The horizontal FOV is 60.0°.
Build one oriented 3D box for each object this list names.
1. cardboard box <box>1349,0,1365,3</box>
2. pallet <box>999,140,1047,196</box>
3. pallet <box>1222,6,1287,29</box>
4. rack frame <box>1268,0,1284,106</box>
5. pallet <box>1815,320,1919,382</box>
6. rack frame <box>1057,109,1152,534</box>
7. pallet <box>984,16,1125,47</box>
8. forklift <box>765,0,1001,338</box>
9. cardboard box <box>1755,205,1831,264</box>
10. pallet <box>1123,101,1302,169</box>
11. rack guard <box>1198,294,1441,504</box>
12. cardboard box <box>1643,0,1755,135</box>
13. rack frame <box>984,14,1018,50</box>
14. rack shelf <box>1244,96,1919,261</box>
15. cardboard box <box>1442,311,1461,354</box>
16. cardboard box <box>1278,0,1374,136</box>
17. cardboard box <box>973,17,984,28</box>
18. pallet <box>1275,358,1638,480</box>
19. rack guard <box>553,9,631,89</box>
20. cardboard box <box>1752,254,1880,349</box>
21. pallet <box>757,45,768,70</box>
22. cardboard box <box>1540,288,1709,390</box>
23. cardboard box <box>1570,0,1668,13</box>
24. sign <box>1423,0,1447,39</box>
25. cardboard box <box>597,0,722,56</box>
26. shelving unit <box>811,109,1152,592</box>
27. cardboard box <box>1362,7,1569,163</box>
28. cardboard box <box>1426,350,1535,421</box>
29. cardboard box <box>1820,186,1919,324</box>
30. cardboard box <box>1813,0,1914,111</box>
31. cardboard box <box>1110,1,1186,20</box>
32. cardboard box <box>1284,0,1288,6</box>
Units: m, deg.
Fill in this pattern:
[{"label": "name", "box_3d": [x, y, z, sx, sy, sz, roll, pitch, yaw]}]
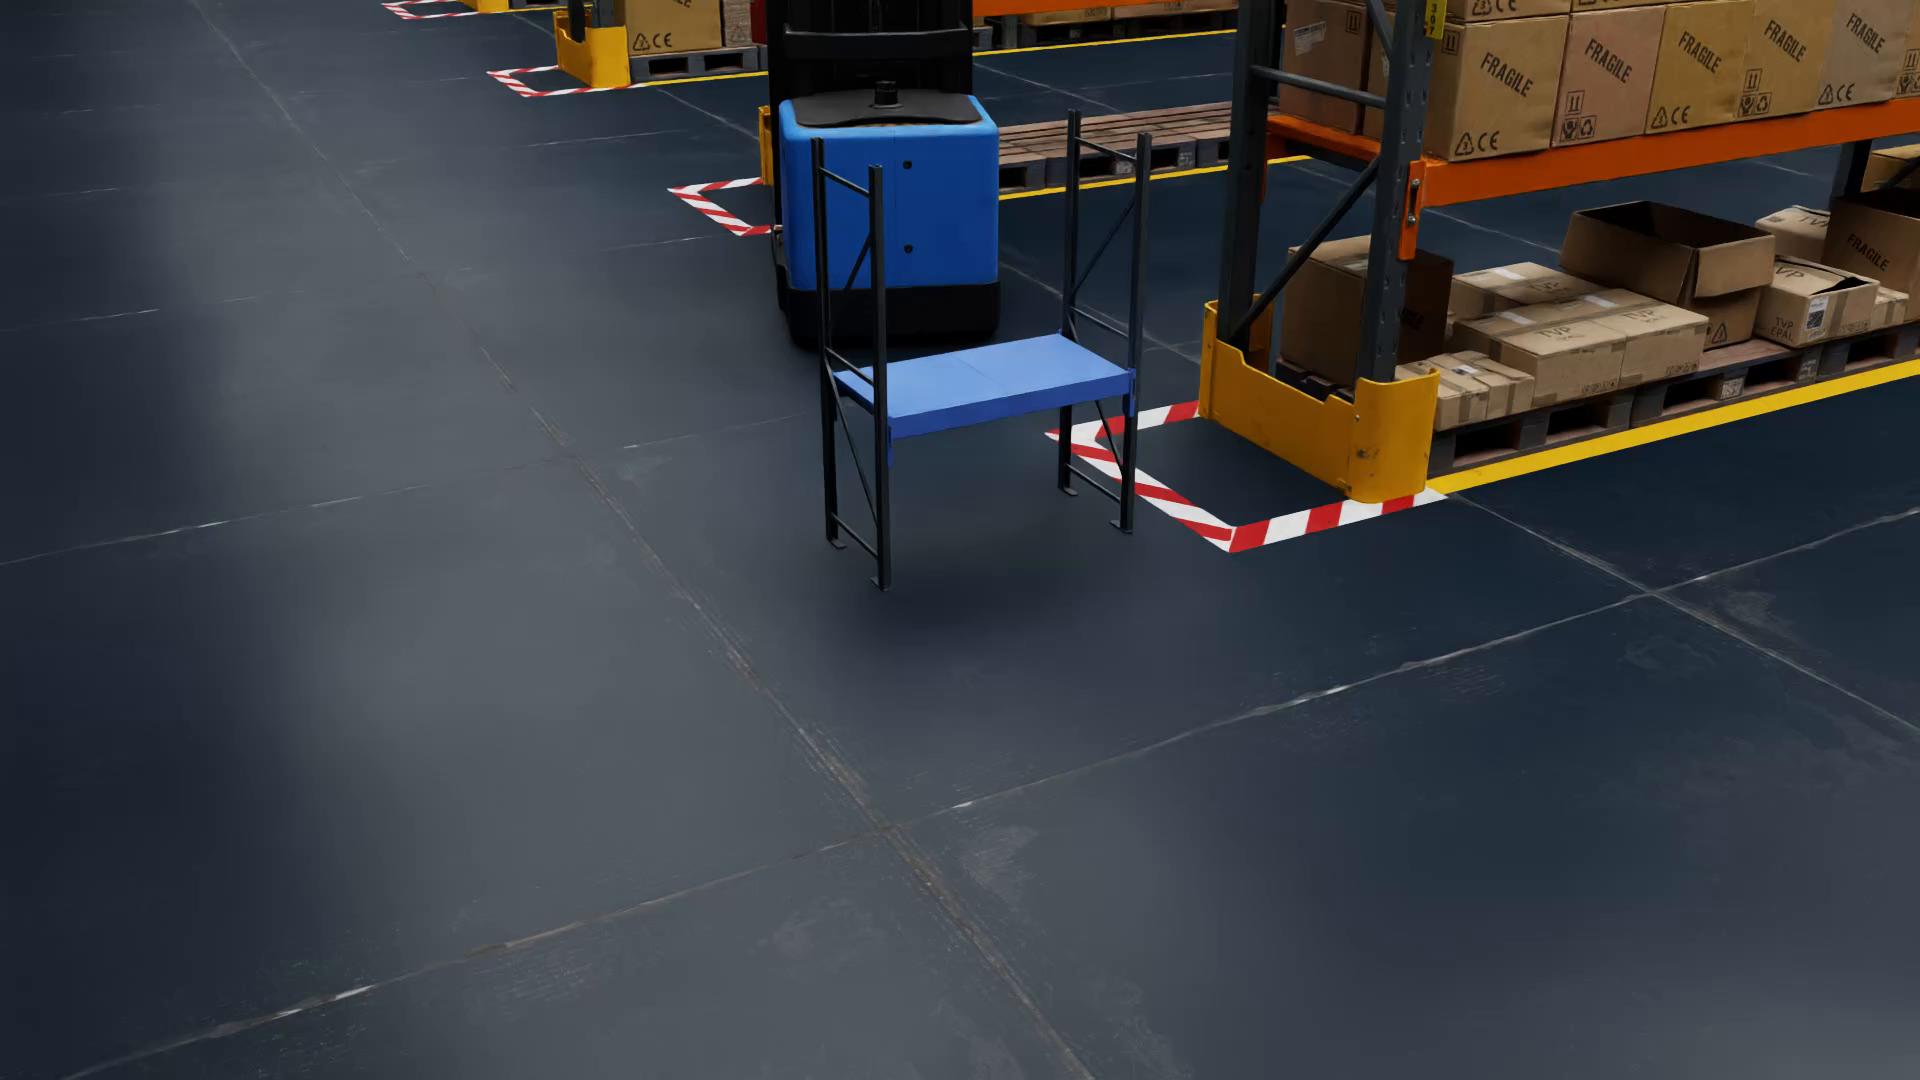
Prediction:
[{"label": "cardboard box", "box_3d": [1.662, -2.418, 6.549, 0.500, 0.500, 0.500, -13, 29, -26]}, {"label": "pallet", "box_3d": [-0.183, -2.515, 11.244, 1.213, 0.211, 1.003, -13, 29, -25]}, {"label": "pallet", "box_3d": [3.068, -5.751, 17.984, 1.213, 0.211, 1.003, -13, 29, -25]}, {"label": "rack frame", "box_3d": [2.601, -4.433, 12.018, 0.127, 3.000, 1.000, -13, 29, -25]}, {"label": "pallet", "box_3d": [4.322, -1.144, 8.390, 1.213, 0.211, 1.003, -13, 29, -25]}, {"label": "rack frame", "box_3d": [0.524, -0.797, 6.177, 0.032, 1.500, 0.500, -13, 29, -25]}, {"label": "pallet", "box_3d": [0.916, -5.254, 16.949, 1.213, 0.211, 1.003, -13, 29, -25]}, {"label": "forklift", "box_3d": [-0.512, -2.919, 8.942, 1.130, 2.935, 3.031, -3, 26, -7]}, {"label": "cardboard box", "box_3d": [4.456, -1.524, 8.557, 0.500, 0.311, 0.500, -13, 29, -25]}, {"label": "pallet", "box_3d": [1.970, -3.012, 12.279, 1.213, 0.211, 1.003, -13, 29, -25]}, {"label": "rack guard", "box_3d": [1.466, -0.615, 6.953, 0.348, 0.500, 1.175, -13, 29, -25]}, {"label": "cardboard box", "box_3d": [2.811, -1.969, 6.770, 0.500, 0.500, 0.500, -13, 29, -25]}, {"label": "rack frame", "box_3d": [0.270, -6.325, 15.958, 0.127, 3.000, 1.000, -13, 29, -25]}, {"label": "rack shelf", "box_3d": [3.164, -1.809, 7.384, 4.000, 0.370, 1.077, -13, 29, -25]}, {"label": "cardboard box", "box_3d": [2.162, -0.900, 7.425, 0.250, 0.166, 0.380, -13, 29, -25]}, {"label": "cardboard box", "box_3d": [1.666, -1.967, 6.765, 0.500, 0.500, 0.500, -12, 28, -24]}, {"label": "cardboard box", "box_3d": [-0.350, -5.453, 16.111, 0.875, 0.875, 0.875, -13, 29, -25]}, {"label": "pallet", "box_3d": [2.169, -0.647, 7.355, 1.213, 0.211, 1.003, -13, 29, -25]}, {"label": "rack guard", "box_3d": [-3.281, -4.379, 14.792, 0.348, 0.500, 1.175, -13, 29, -25]}, {"label": "cardboard box", "box_3d": [3.897, -1.150, 7.778, 0.500, 0.311, 0.500, -13, 29, -25]}, {"label": "pallet", "box_3d": [-1.515, -4.693, 15.780, 1.213, 0.211, 1.003, -13, 29, -25]}, {"label": "cardboard box", "box_3d": [2.895, -0.891, 7.309, 0.500, 0.250, 0.500, -13, 29, -25]}, {"label": "cardboard box", "box_3d": [2.372, -2.321, 6.348, 0.500, 0.500, 0.500, -13, 28, -25]}, {"label": "sign", "box_3d": [1.654, -1.909, 5.761, 0.005, 0.325, 0.100, -13, 29, -25]}, {"label": "cardboard box", "box_3d": [-2.732, -4.903, 14.965, 0.875, 0.875, 0.875, -13, 29, -25]}, {"label": "shelving unit", "box_3d": [0.075, -0.693, 5.962, 1.048, 1.500, 0.538, -13, 29, -25]}, {"label": "cardboard box", "box_3d": [1.915, -1.761, 6.337, 0.500, 0.500, 0.500, -12, 28, -24]}, {"label": "cardboard box", "box_3d": [2.151, -0.652, 6.908, 0.250, 0.166, 0.380, -13, 29, -25]}, {"label": "cardboard box", "box_3d": [4.559, -1.388, 8.055, 0.500, 0.500, 0.500, -13, 29, -25]}, {"label": "cardboard box", "box_3d": [3.702, -2.175, 7.199, 0.500, 0.500, 0.500, -12, 28, -24]}, {"label": "cardboard box", "box_3d": [1.613, -5.877, 16.994, 0.875, 0.875, 1.225, -14, 29, -27]}, {"label": "cardboard box", "box_3d": [3.181, -6.239, 17.748, 0.875, 0.875, 1.225, -14, 29, -27]}]
